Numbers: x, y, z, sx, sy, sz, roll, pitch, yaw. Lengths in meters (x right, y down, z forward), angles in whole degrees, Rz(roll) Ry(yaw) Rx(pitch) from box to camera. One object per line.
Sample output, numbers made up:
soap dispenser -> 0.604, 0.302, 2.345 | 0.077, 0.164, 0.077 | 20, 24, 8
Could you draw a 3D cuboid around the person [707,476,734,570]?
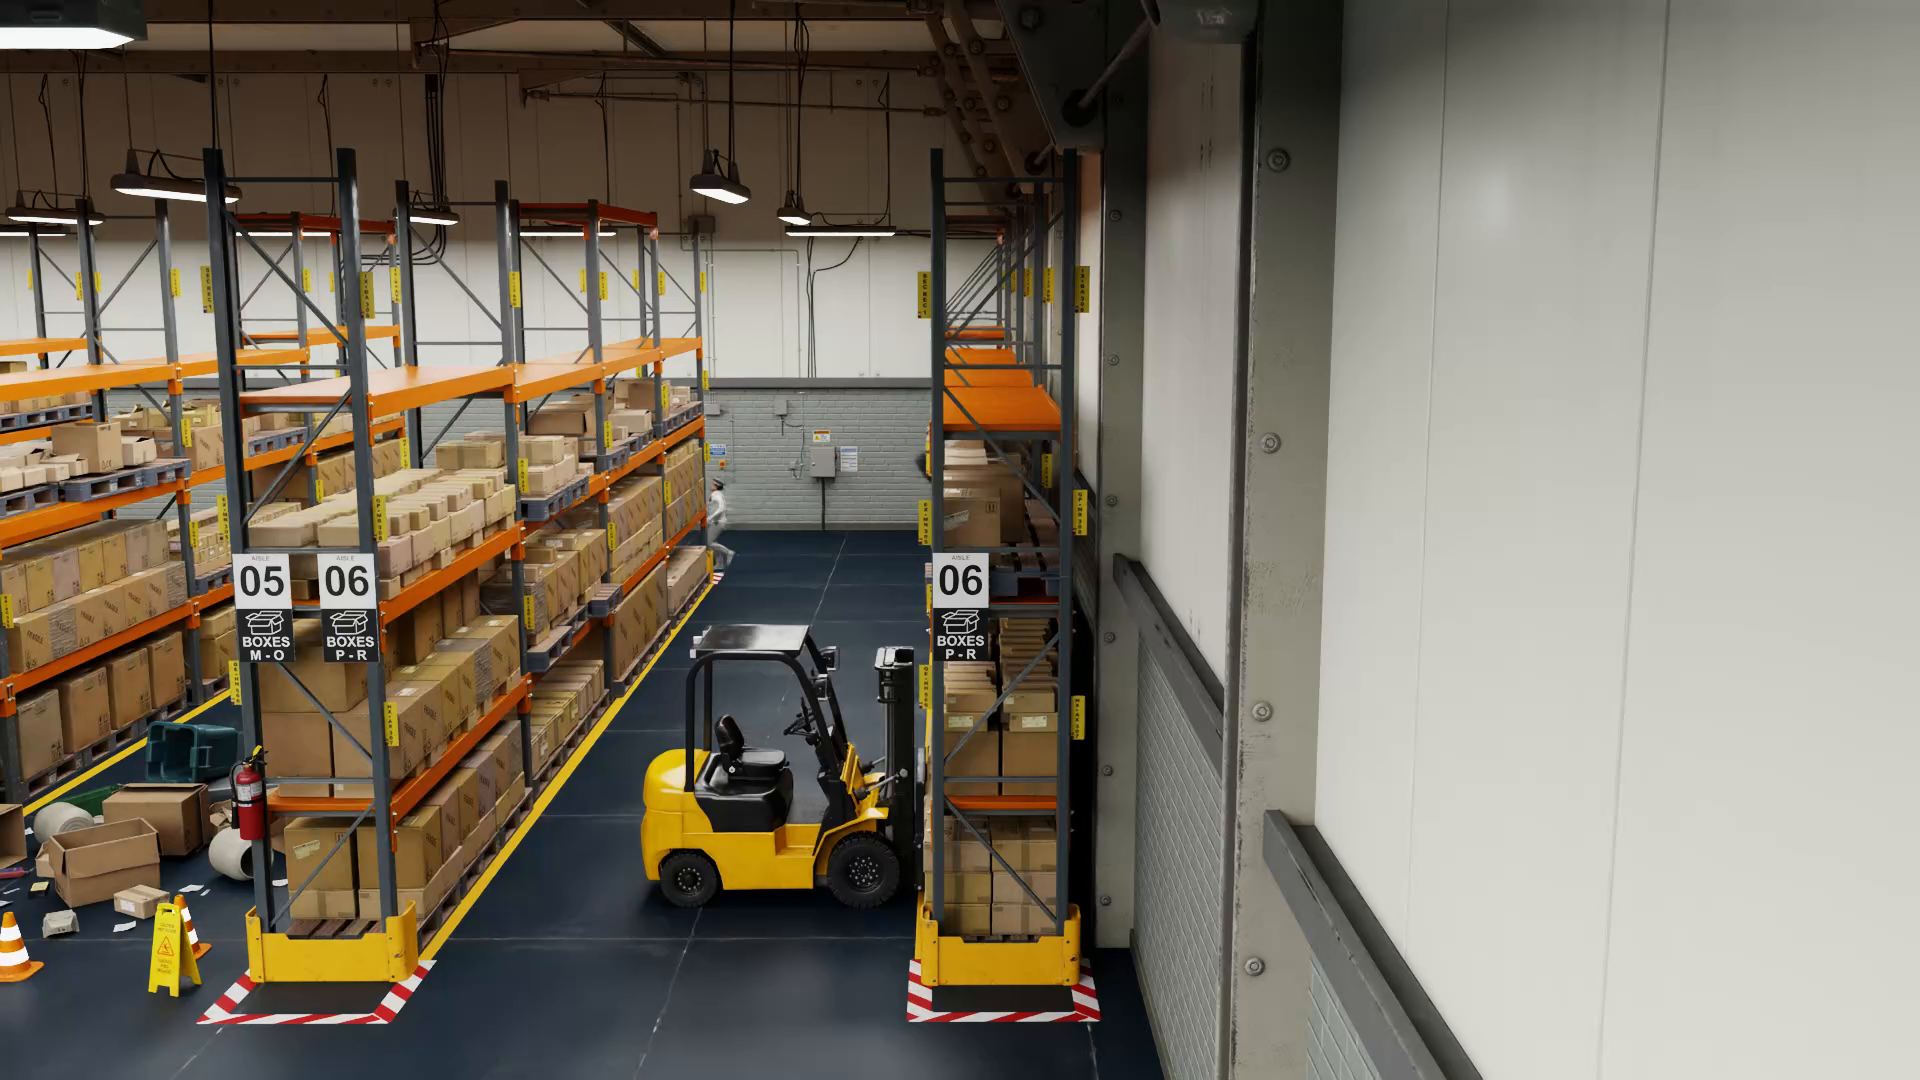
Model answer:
person -> -4.217, -0.297, 29.103 | 0.495, 1.652, 0.599 | 0, 9, -3
